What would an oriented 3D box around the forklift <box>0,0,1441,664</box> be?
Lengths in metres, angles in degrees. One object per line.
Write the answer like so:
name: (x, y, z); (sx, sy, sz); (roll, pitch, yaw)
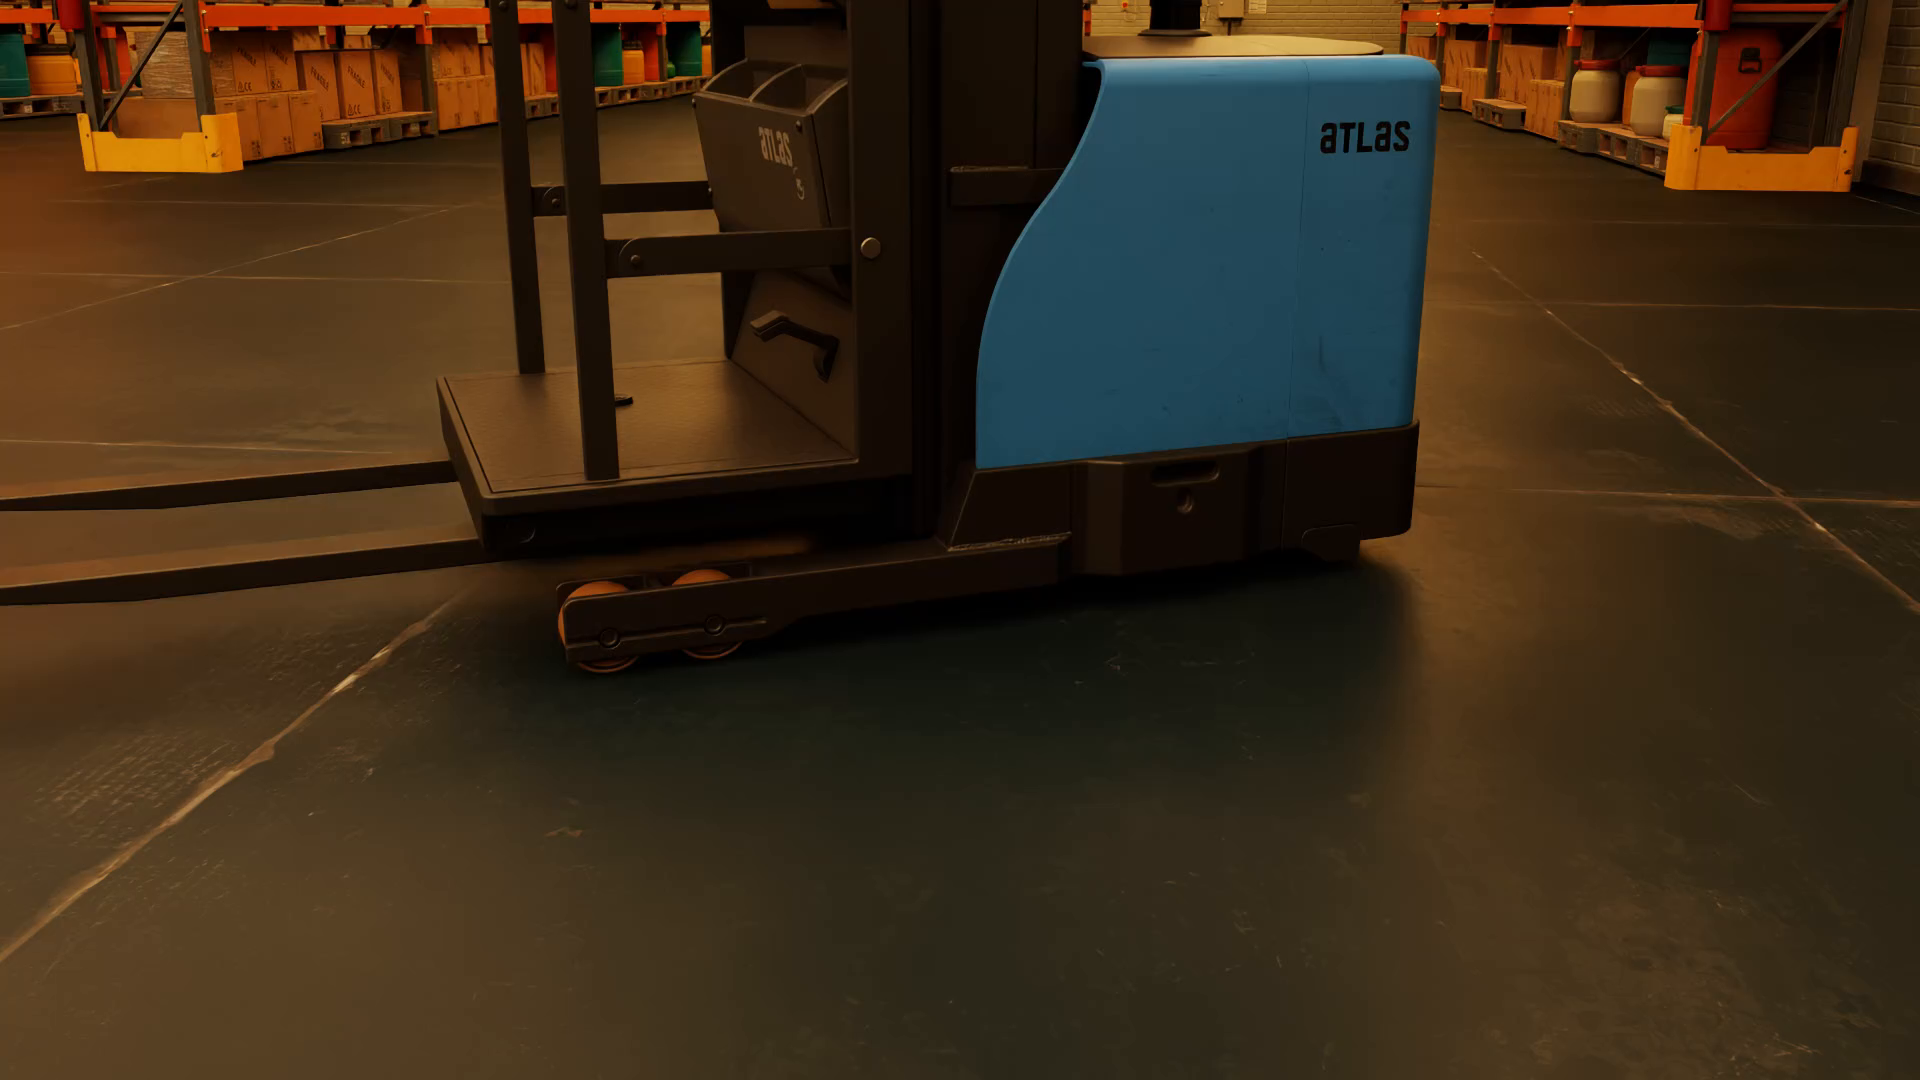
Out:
forklift: (-0.570, -1.332, 3.178); (3.031, 2.935, 1.130); (-7, 19, -20)
